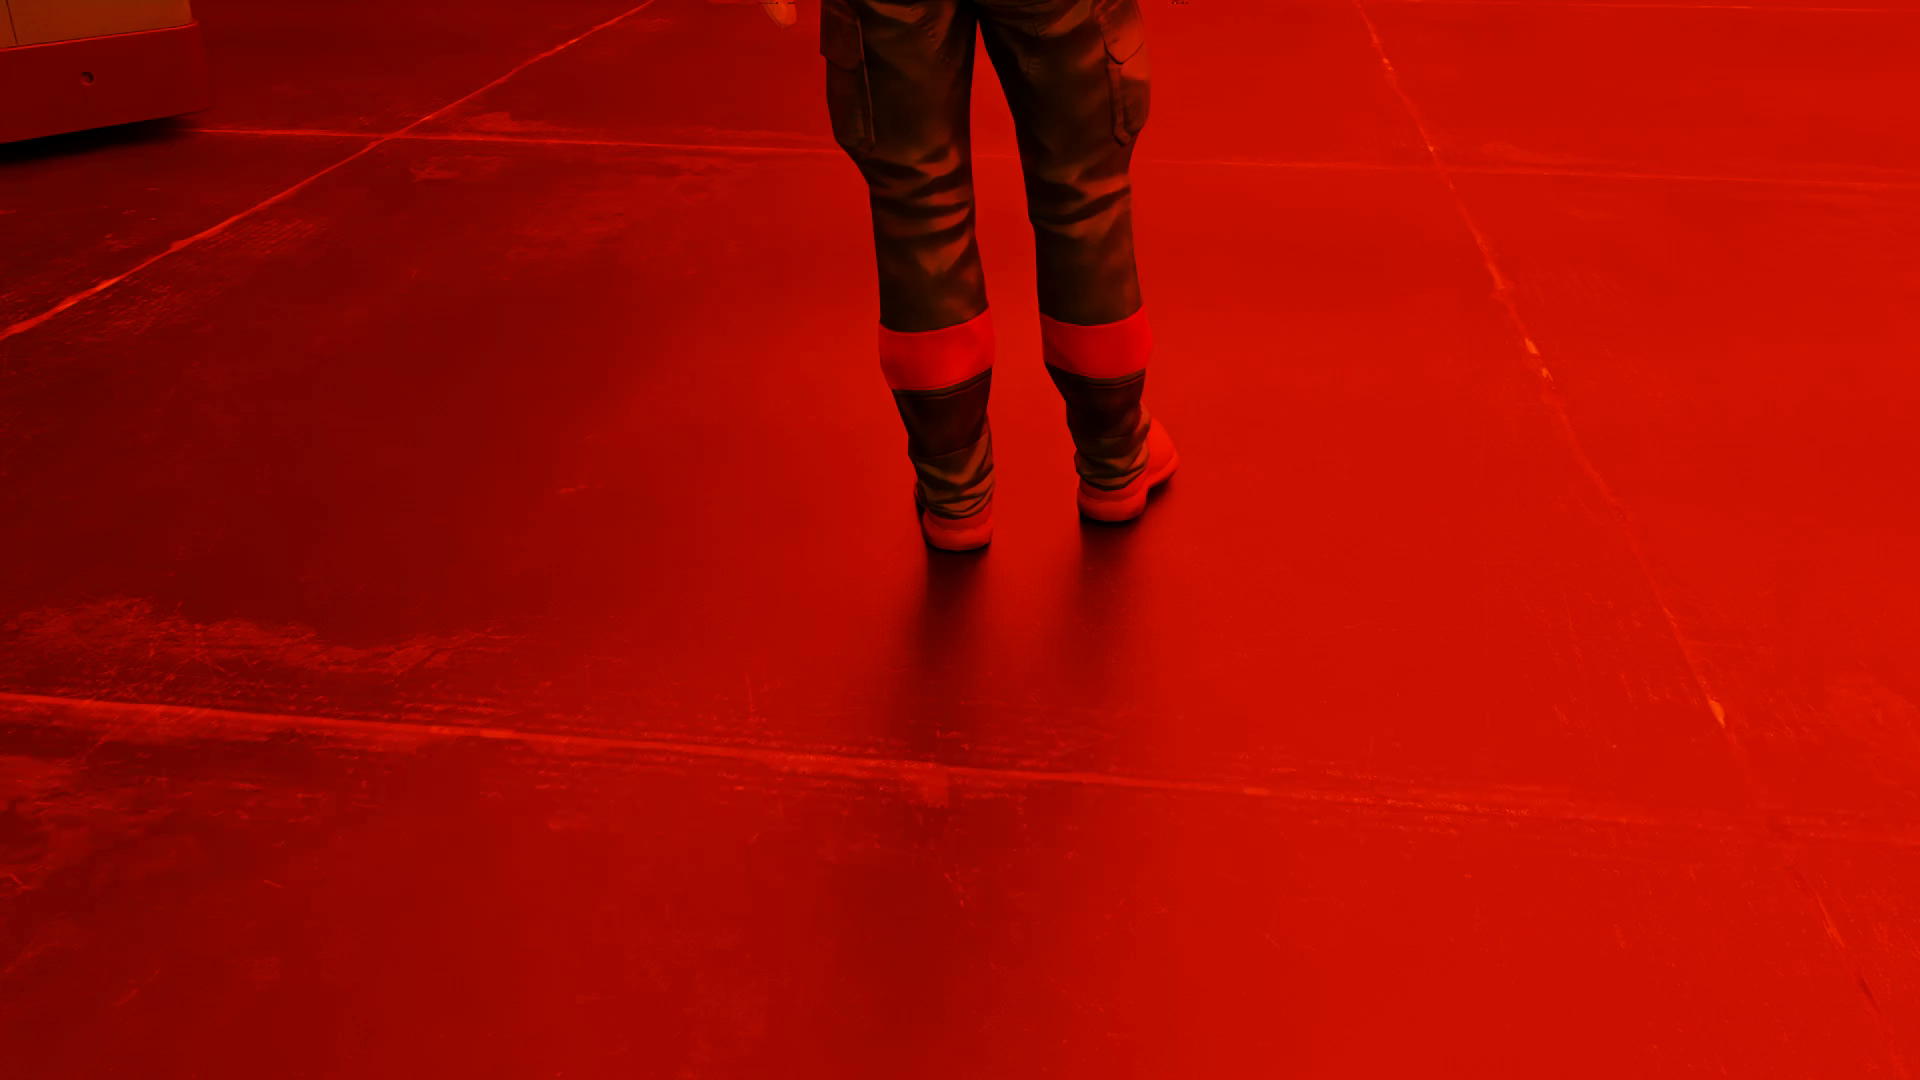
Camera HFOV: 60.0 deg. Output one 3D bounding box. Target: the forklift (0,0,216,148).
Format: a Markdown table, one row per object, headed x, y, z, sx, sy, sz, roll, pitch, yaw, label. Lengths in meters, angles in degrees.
| x | y | z | sx | sy | sz | roll | pitch | yaw | label |
| --- | --- | --- | --- | --- | --- | --- | --- | --- | --- |
| -3.611 | -2.810 | 4.849 | 3.031 | 2.935 | 1.130 | 23 | 34 | 38 | forklift |

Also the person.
| x | y | z | sx | sy | sz | roll | pitch | yaw | label |
| --- | --- | --- | --- | --- | --- | --- | --- | --- | --- |
| 0.021 | -0.842 | 2.168 | 0.638 | 1.789 | 0.562 | 3 | 27 | 7 | person |
